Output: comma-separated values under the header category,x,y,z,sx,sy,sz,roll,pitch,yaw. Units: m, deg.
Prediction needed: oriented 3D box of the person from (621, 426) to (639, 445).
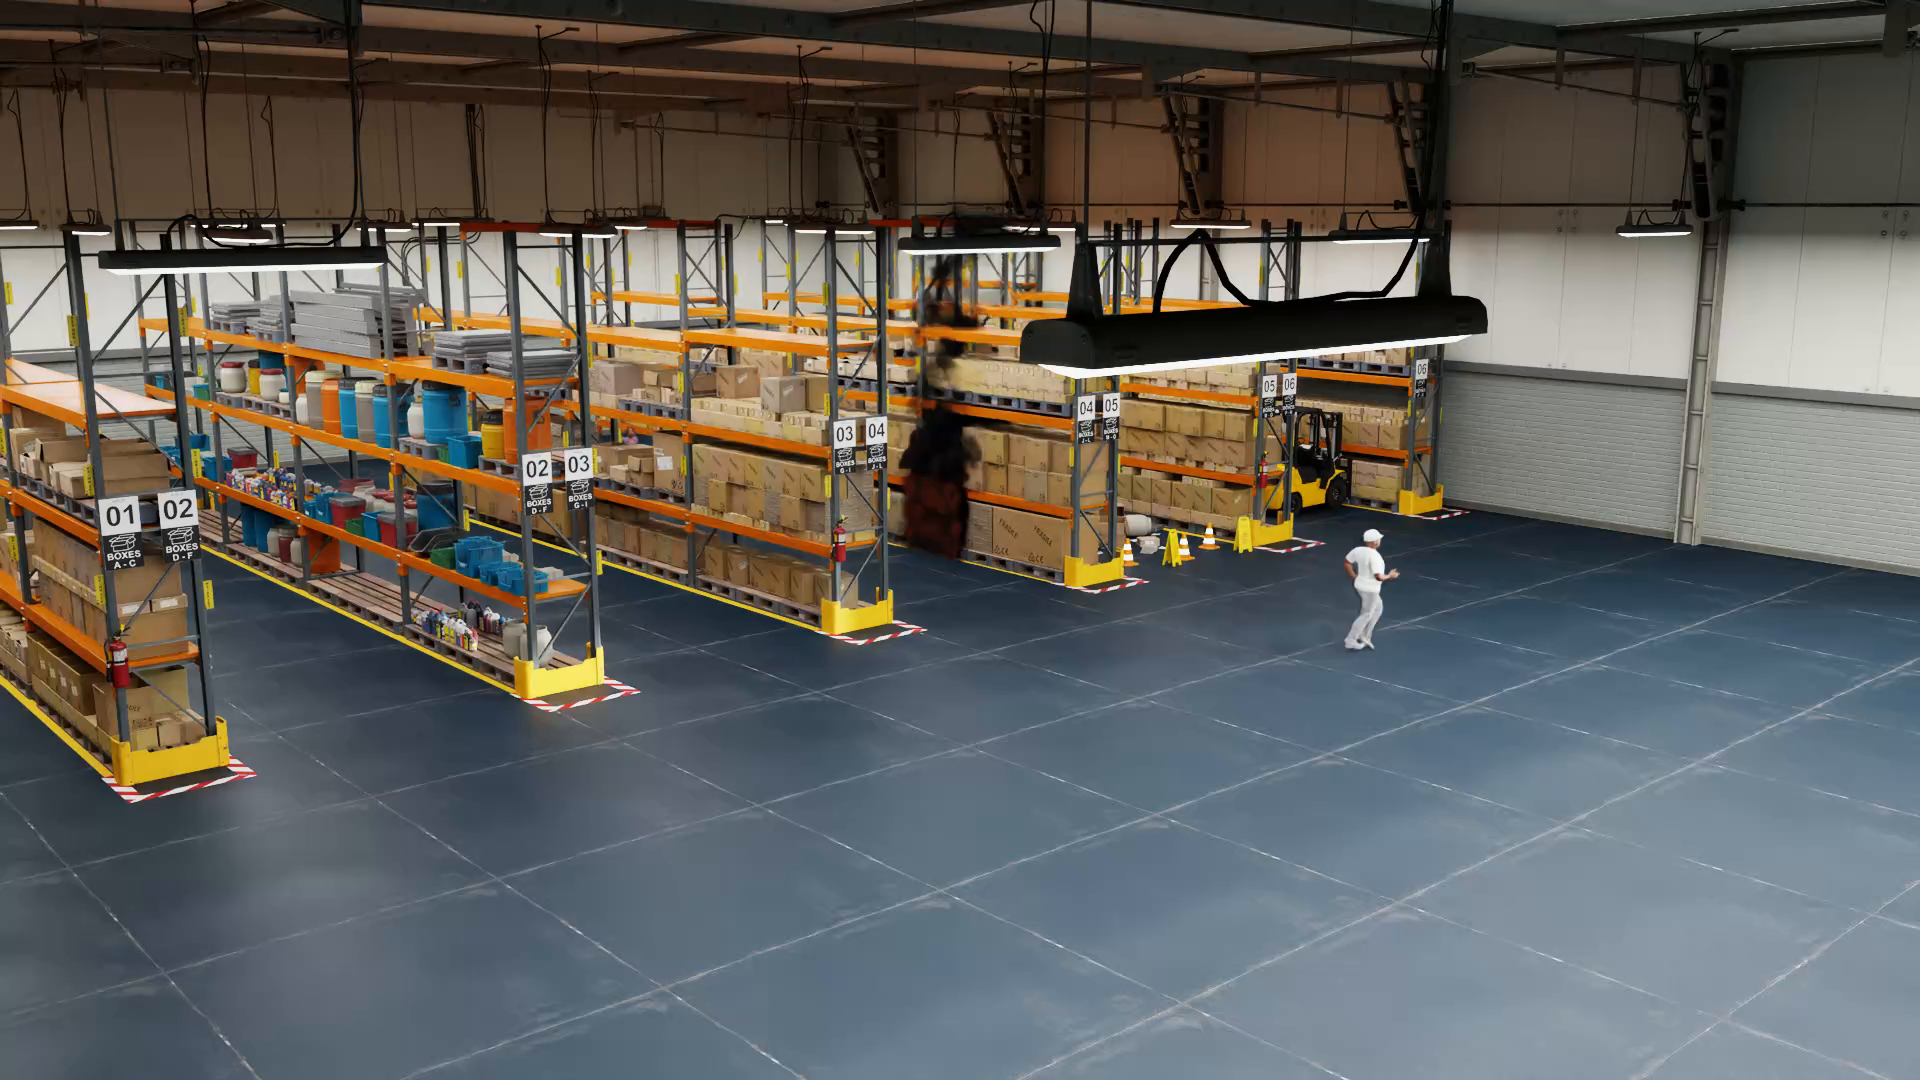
category,x,y,z,sx,sy,sz,roll,pitch,yaw
person,-7.166,-1.698,36.264,0.512,1.578,0.631,-9,15,-39

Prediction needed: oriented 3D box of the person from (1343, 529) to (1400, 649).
category,x,y,z,sx,sy,sz,roll,pitch,yaw
person,5.885,0.735,23.857,0.750,1.802,0.651,-2,12,-10
